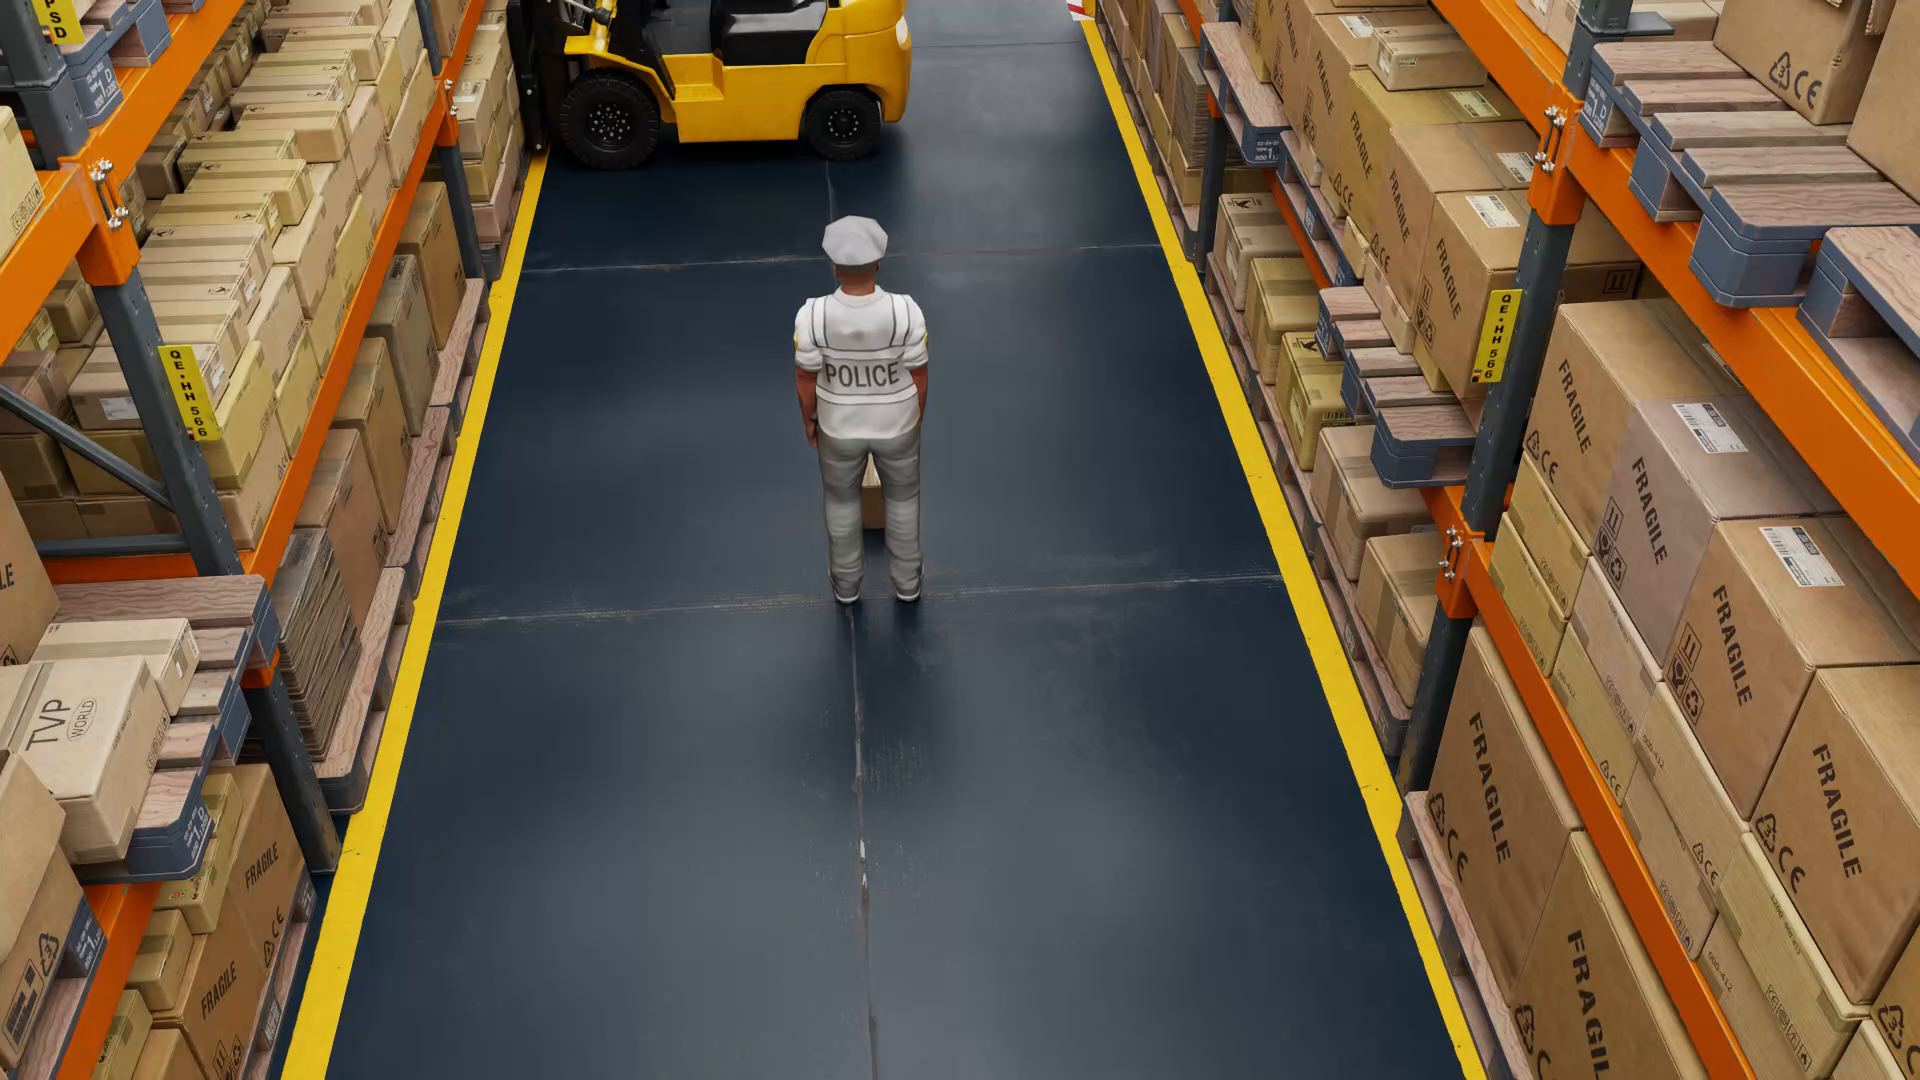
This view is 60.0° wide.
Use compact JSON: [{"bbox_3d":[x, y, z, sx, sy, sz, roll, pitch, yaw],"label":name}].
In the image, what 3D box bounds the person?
[{"bbox_3d":[-0.391,-0.500,6.761,0.527,1.766,0.393,-2,39,-3],"label":"person"}]
